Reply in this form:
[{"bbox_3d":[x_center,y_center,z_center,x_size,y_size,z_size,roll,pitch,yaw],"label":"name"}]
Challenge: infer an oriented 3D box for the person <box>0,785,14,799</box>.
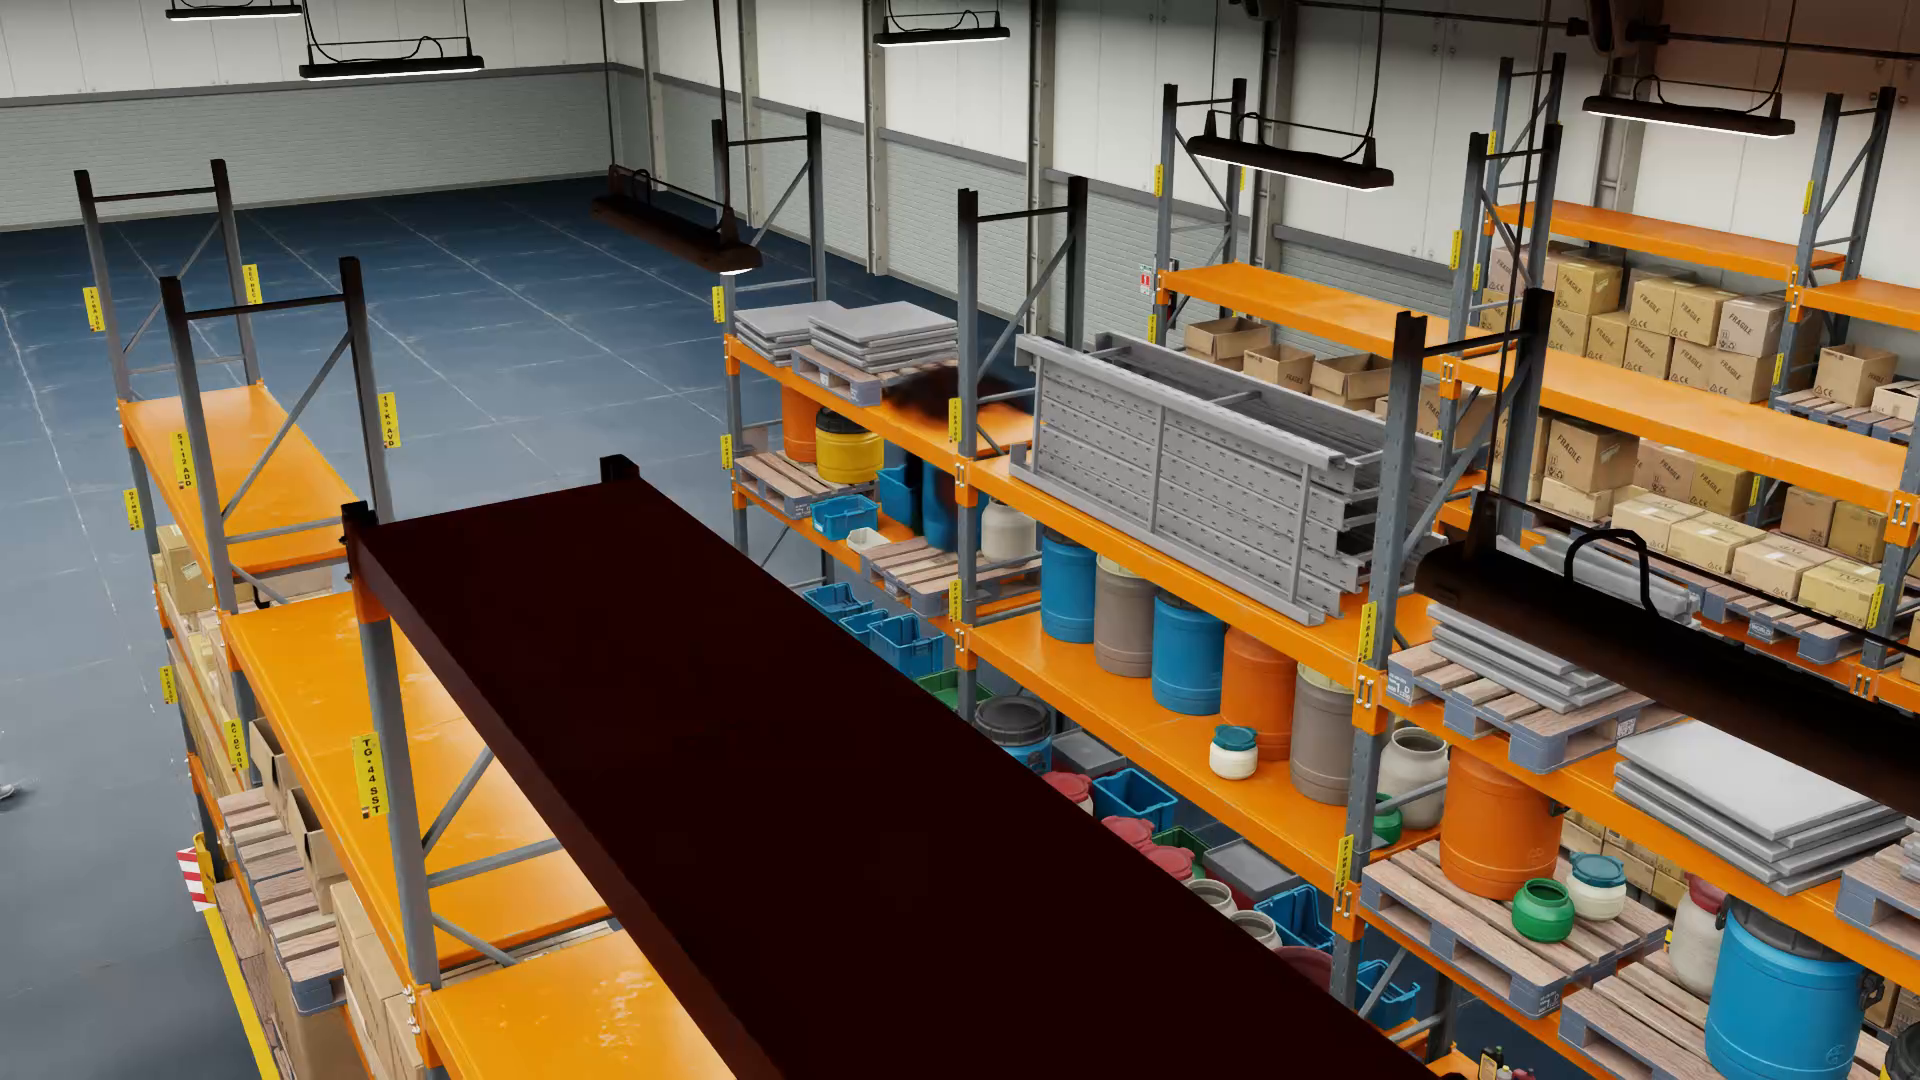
[{"bbox_3d":[-9.015,1.688,14.928,0.449,1.662,0.698,1,22,3],"label":"person"}]
